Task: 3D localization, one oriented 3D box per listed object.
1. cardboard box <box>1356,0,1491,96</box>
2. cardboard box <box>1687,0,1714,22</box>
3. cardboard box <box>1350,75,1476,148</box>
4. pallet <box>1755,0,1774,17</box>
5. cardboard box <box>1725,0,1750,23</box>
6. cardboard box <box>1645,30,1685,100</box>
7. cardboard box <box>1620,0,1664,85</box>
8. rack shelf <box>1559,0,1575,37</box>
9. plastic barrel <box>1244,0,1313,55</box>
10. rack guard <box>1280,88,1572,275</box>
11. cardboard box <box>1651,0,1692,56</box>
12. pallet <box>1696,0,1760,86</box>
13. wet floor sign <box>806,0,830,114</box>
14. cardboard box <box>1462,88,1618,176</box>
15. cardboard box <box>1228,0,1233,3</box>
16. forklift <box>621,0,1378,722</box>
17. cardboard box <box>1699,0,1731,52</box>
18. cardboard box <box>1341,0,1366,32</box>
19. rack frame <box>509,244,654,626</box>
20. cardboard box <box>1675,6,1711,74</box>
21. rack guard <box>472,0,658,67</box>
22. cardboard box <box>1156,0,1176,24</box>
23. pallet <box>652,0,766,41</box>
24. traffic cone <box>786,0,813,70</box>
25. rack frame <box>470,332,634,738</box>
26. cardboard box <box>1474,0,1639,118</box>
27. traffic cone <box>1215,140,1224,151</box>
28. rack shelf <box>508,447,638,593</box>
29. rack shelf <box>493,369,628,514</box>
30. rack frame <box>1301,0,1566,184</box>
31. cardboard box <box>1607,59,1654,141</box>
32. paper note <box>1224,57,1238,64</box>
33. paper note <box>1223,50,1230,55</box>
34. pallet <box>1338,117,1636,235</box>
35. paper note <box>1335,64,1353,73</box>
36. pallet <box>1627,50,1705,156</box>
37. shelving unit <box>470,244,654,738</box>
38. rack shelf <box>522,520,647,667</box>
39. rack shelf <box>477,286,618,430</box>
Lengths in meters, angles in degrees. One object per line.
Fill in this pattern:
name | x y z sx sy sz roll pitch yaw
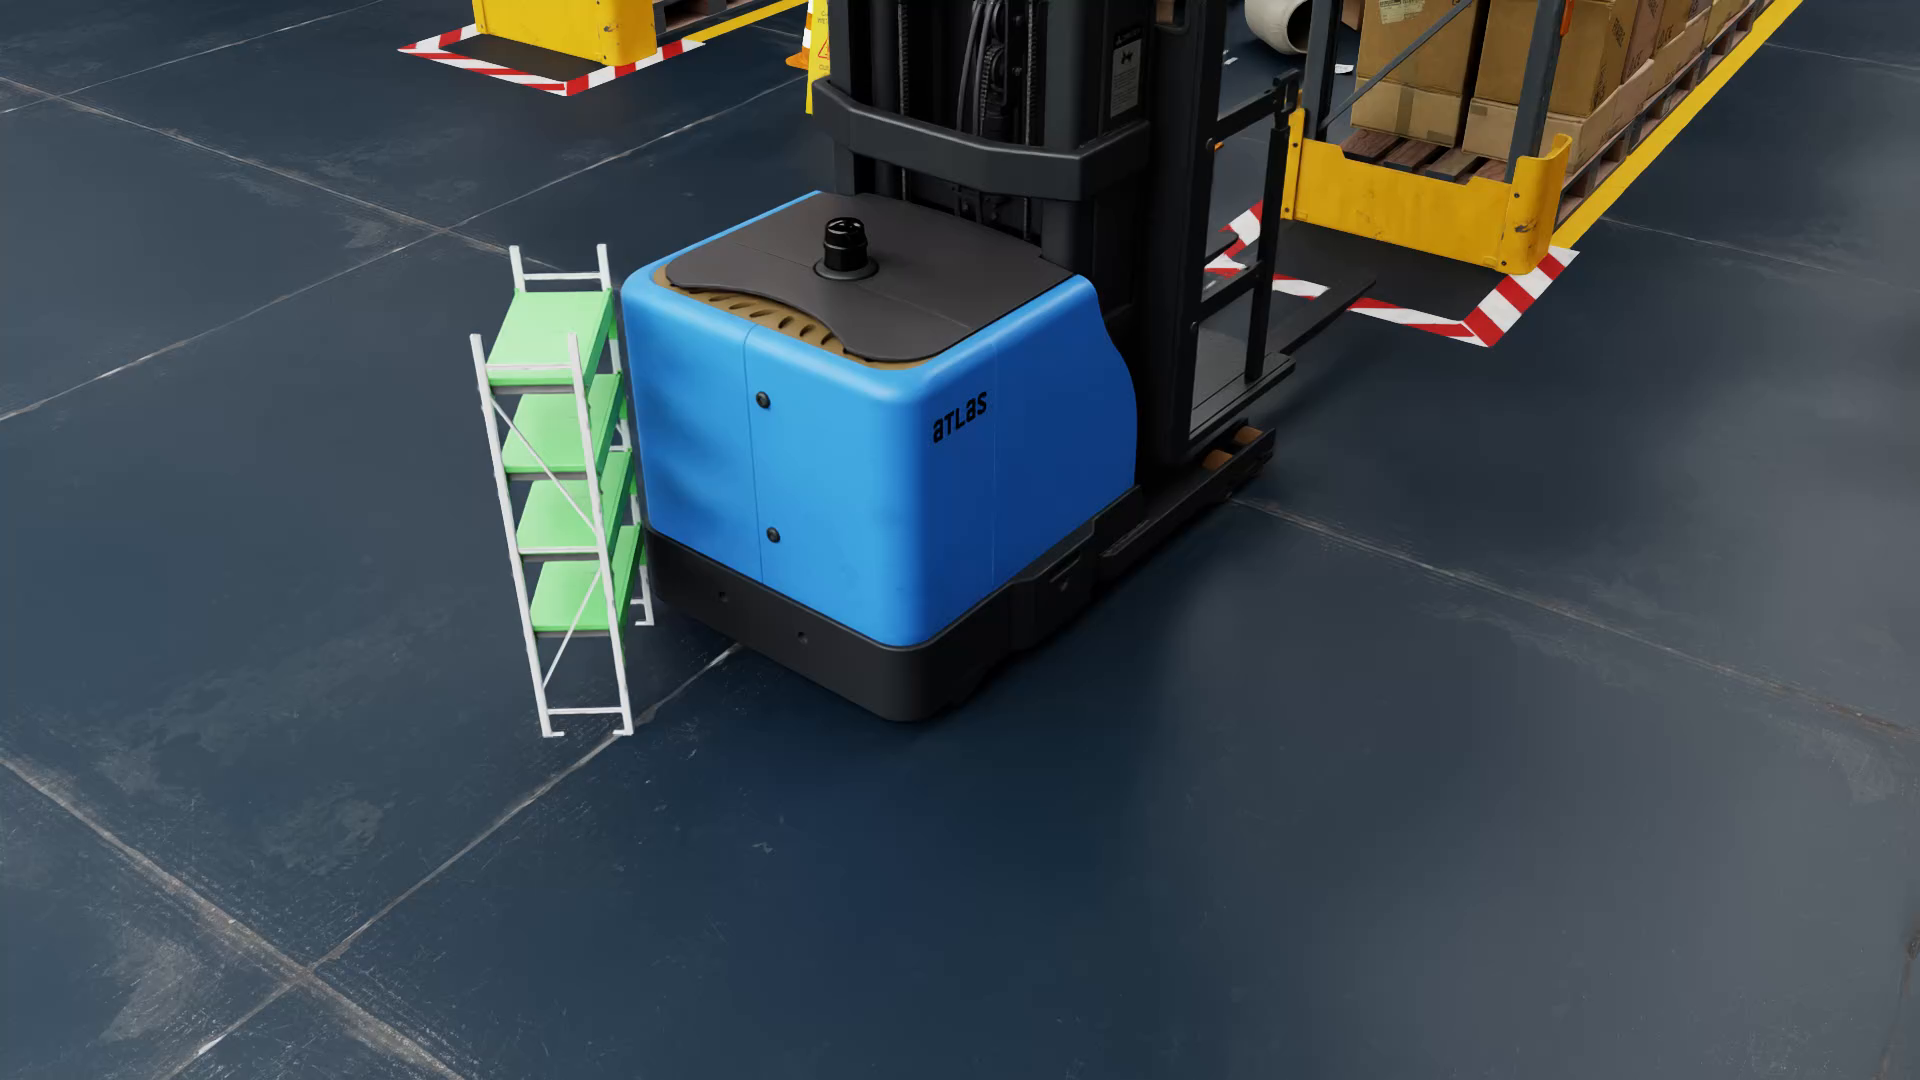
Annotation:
cardboard box | 2.142 -2.349 7.457 0.500 0.500 0.500 22 40 28
cardboard box | 3.484 -2.911 8.286 0.500 0.500 0.500 24 41 31
cardboard box | 2.153 -2.056 7.692 0.500 0.250 0.500 21 39 28
pallet | 4.622 -3.596 10.380 1.003 0.211 1.213 21 39 28
cardboard box | 4.063 -3.070 9.191 0.500 0.250 0.500 23 40 30
cardboard box | 3.184 -2.357 8.138 0.500 0.250 0.500 24 41 31
cardboard box | 2.894 -2.434 7.581 0.500 0.500 0.500 20 39 27
rack shelf | 3.039 -3.174 7.908 1.077 0.370 4.000 21 39 28
plastic barrel | 1.833 -2.919 9.188 0.421 0.421 0.512 -9 35 -13
rack guard | 1.942 -1.551 7.098 1.175 0.500 0.348 21 39 28
cardboard box | 3.186 -2.662 7.919 0.500 0.500 0.500 22 40 29
pallet | 3.826 -2.917 9.375 1.003 0.211 1.213 21 39 28
wet floor sign | -0.615 -2.465 8.320 0.267 0.644 0.232 14 37 20
cardboard box | 2.586 -1.870 7.417 0.500 0.250 0.500 21 39 28
cardboard box | 1.347 -3.624 10.039 0.797 0.637 0.503 21 39 28
forklift | 0.397 -1.495 4.845 1.130 2.935 3.031 24 41 31
cardboard box | 3.768 -2.821 8.824 0.500 0.250 0.500 20 39 27
cardboard box | 2.451 -3.300 9.681 0.500 0.500 0.500 -9 35 -13
rack frame | -1.018 -0.247 4.544 0.240 1.200 0.015 -1 34 -2
cardboard box | 3.474 -2.589 8.480 0.500 0.250 0.500 22 40 29
rack guard | -2.239 -3.040 9.299 1.175 0.500 0.348 21 39 28
cardboard box | 0.821 -3.135 9.436 0.797 0.503 0.637 -3 34 -4
pallet | -1.834 -3.324 9.977 1.003 0.211 1.213 21 39 28
traffic cone | -0.756 -2.826 9.017 0.336 0.463 0.334 21 39 28
rack frame | -0.999 0.027 4.140 0.240 1.200 0.015 -1 34 -2
cardboard box | 2.599 -2.192 7.223 0.500 0.500 0.500 20 39 27
traffic cone | 1.084 -2.111 7.958 0.336 0.463 0.334 21 39 28
rack shelf | -1.008 -0.057 4.377 0.258 0.148 0.480 -1 34 -2
rack shelf | -1.008 -0.256 4.243 0.258 0.148 0.480 -1 34 -2
rack frame | 1.899 -2.552 6.346 1.000 3.000 0.127 21 39 28
cardboard box | 2.883 -2.102 7.761 0.500 0.250 0.500 23 40 30
paper note | 1.488 -2.632 9.134 0.032 0.001 0.123 21 39 28
paper note | 1.410 -2.731 9.272 0.142 0.019 0.148 -22 40 -29
pallet | 2.435 -1.794 7.715 1.003 0.211 1.213 21 39 28
paper note | 2.056 -2.564 9.014 0.142 0.019 0.148 8 35 12
pallet | 3.131 -2.353 8.542 1.003 0.211 1.213 21 39 28
shelving unit | -1.008 -0.110 4.342 0.258 1.200 0.503 -1 34 -2
rack shelf | -1.008 0.142 4.512 0.258 0.148 0.480 -1 34 -2
rack shelf | -1.008 -0.455 4.108 0.258 0.148 0.480 -1 34 -2
